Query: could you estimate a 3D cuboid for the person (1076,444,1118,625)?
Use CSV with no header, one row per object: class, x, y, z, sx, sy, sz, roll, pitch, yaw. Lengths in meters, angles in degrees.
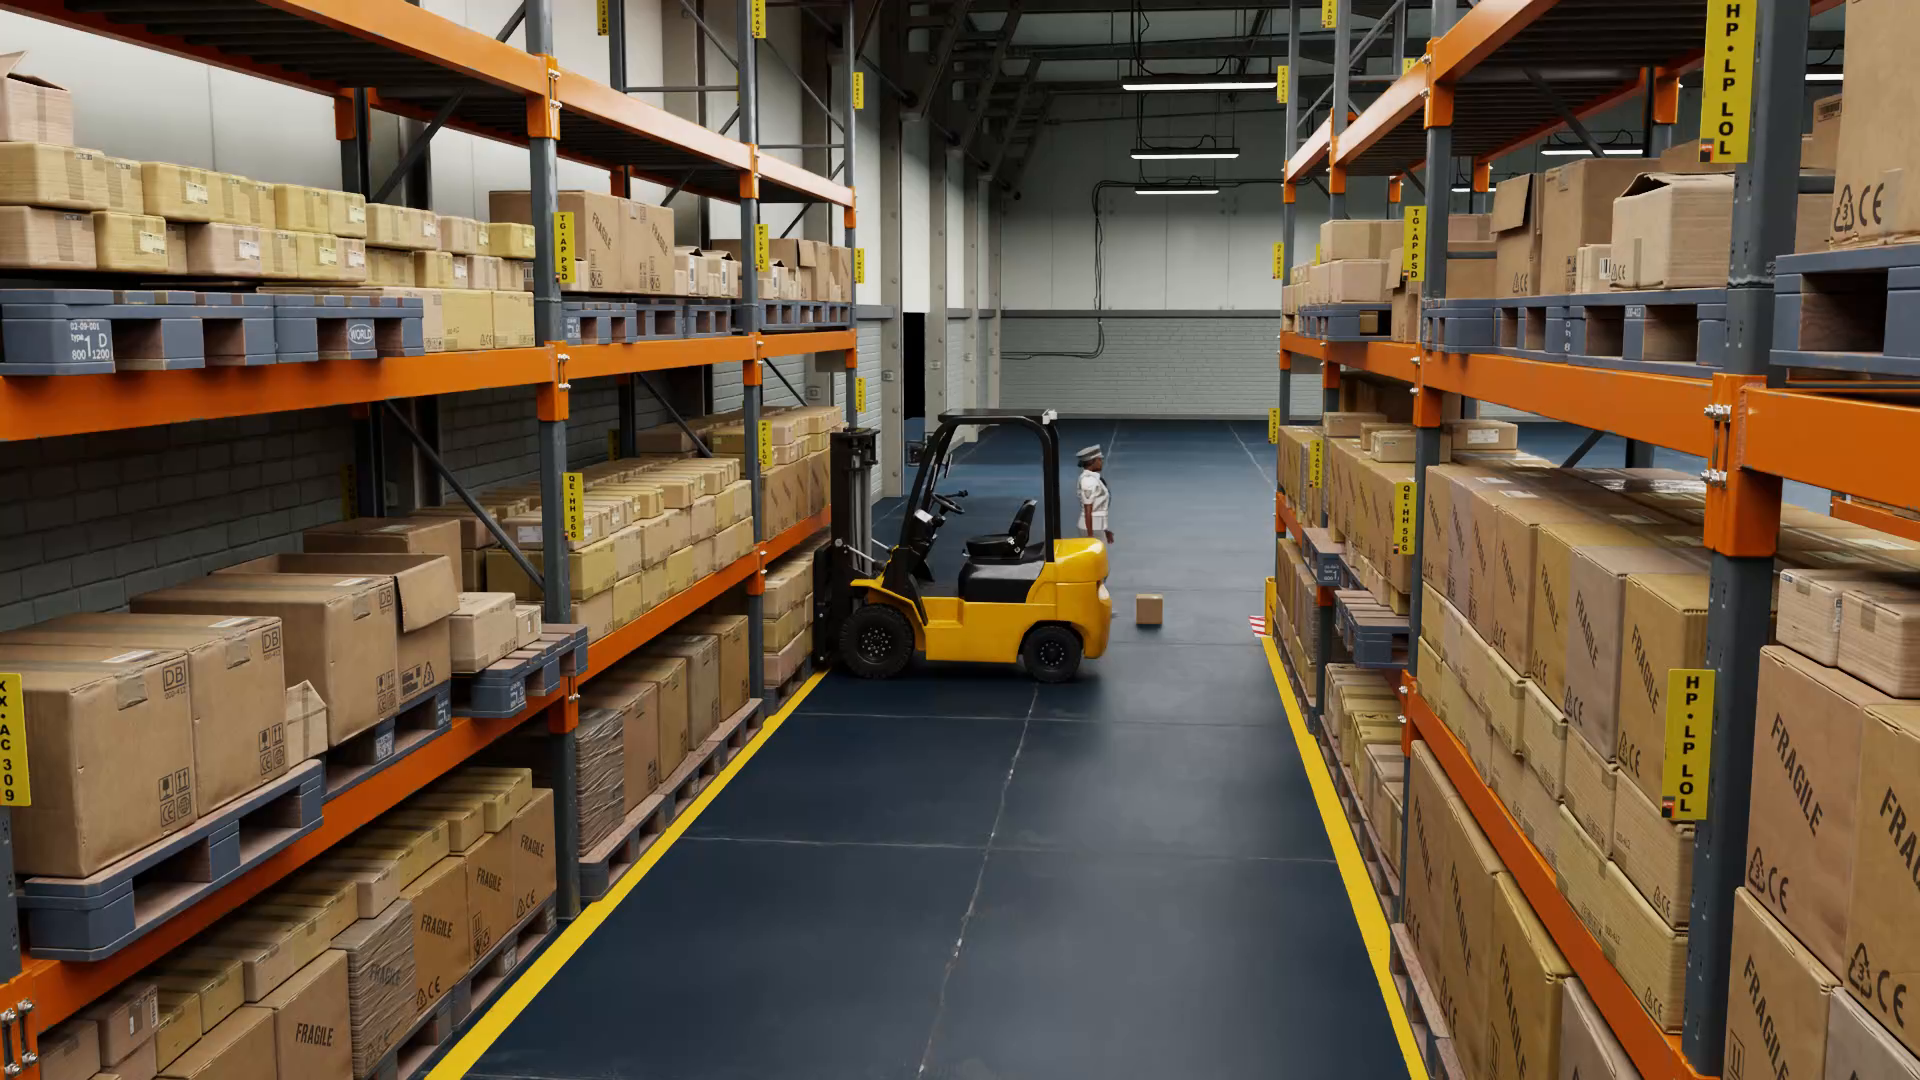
person,1.330,-0.046,16.075,0.426,1.759,0.496,1,8,4
